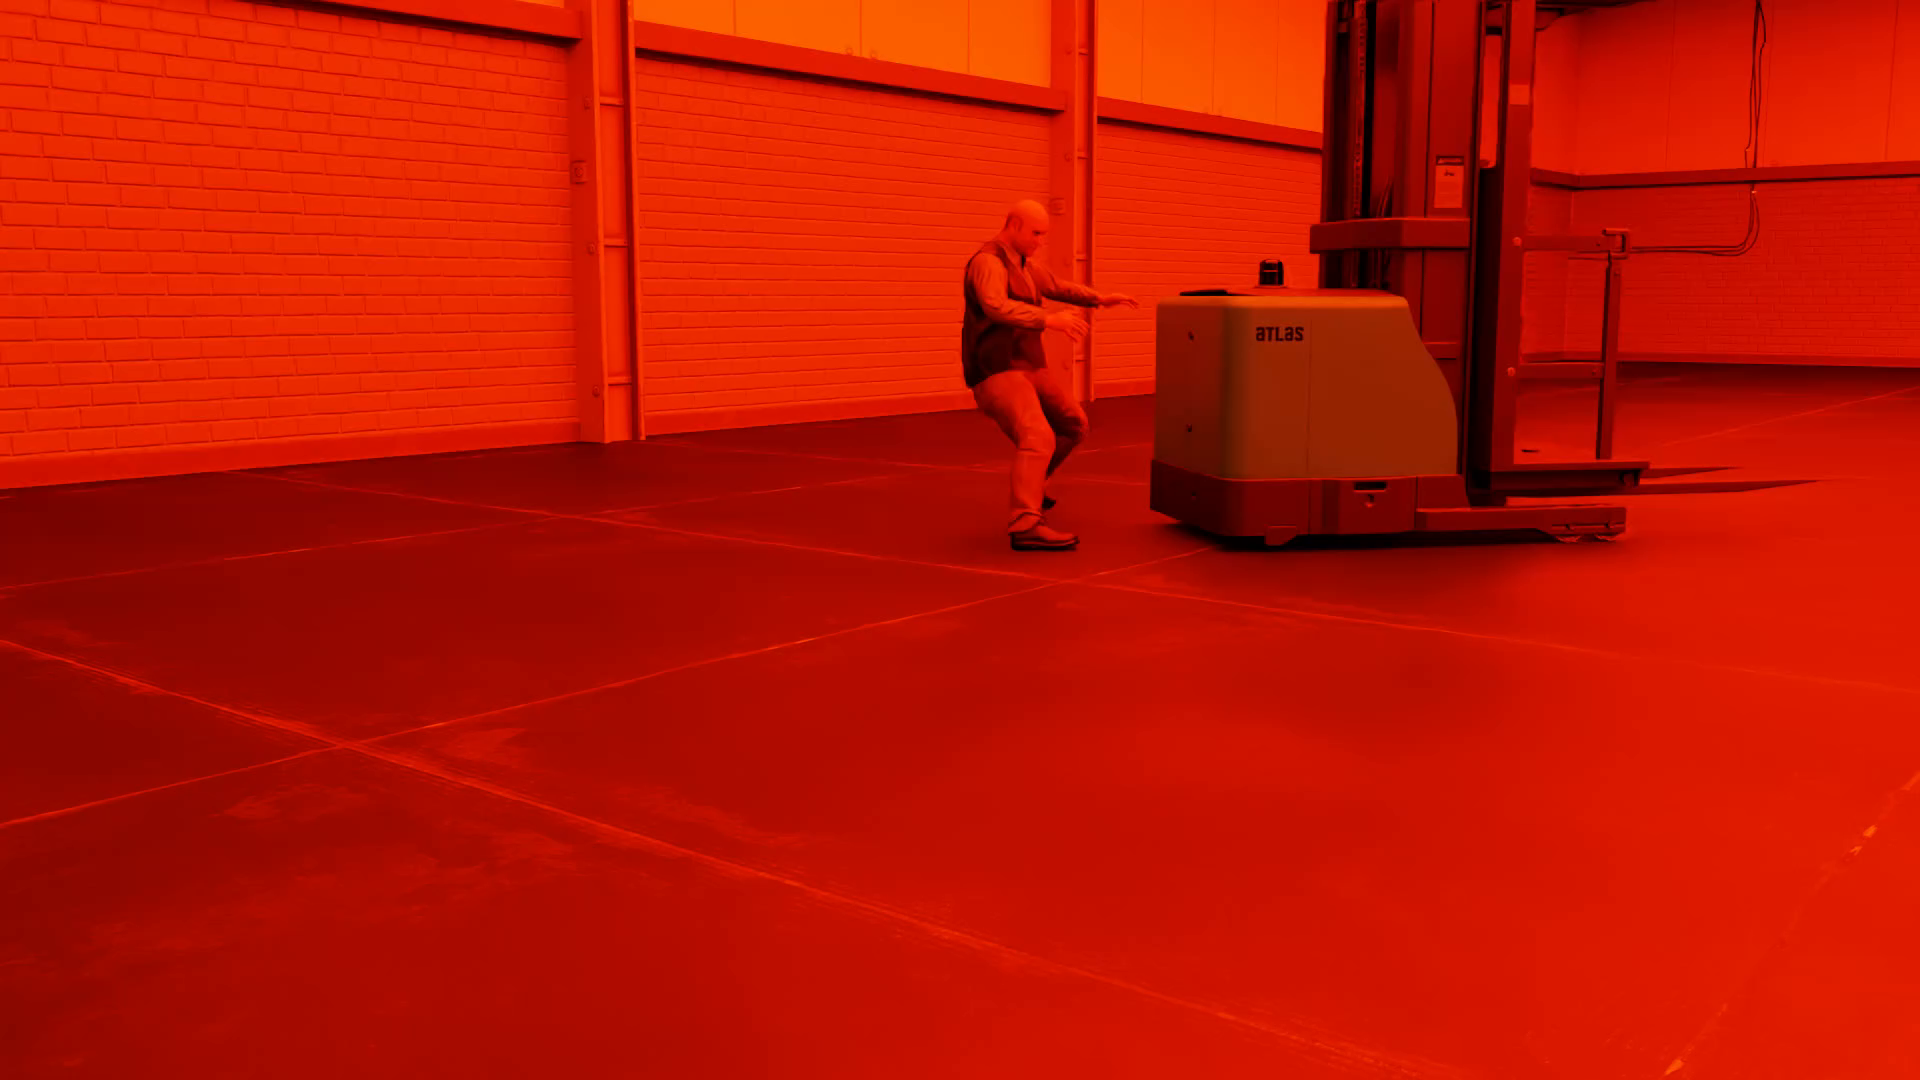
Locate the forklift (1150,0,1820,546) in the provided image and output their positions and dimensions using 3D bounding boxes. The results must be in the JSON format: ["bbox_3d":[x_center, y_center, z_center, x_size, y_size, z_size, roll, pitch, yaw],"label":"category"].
[{"bbox_3d":[2.476,-1.510,7.603,3.031,2.935,1.130,-2,9,-12],"label":"forklift"}]

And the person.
[{"bbox_3d":[0.389,-0.796,7.635,0.725,1.504,1.291,4,9,24],"label":"person"}]
